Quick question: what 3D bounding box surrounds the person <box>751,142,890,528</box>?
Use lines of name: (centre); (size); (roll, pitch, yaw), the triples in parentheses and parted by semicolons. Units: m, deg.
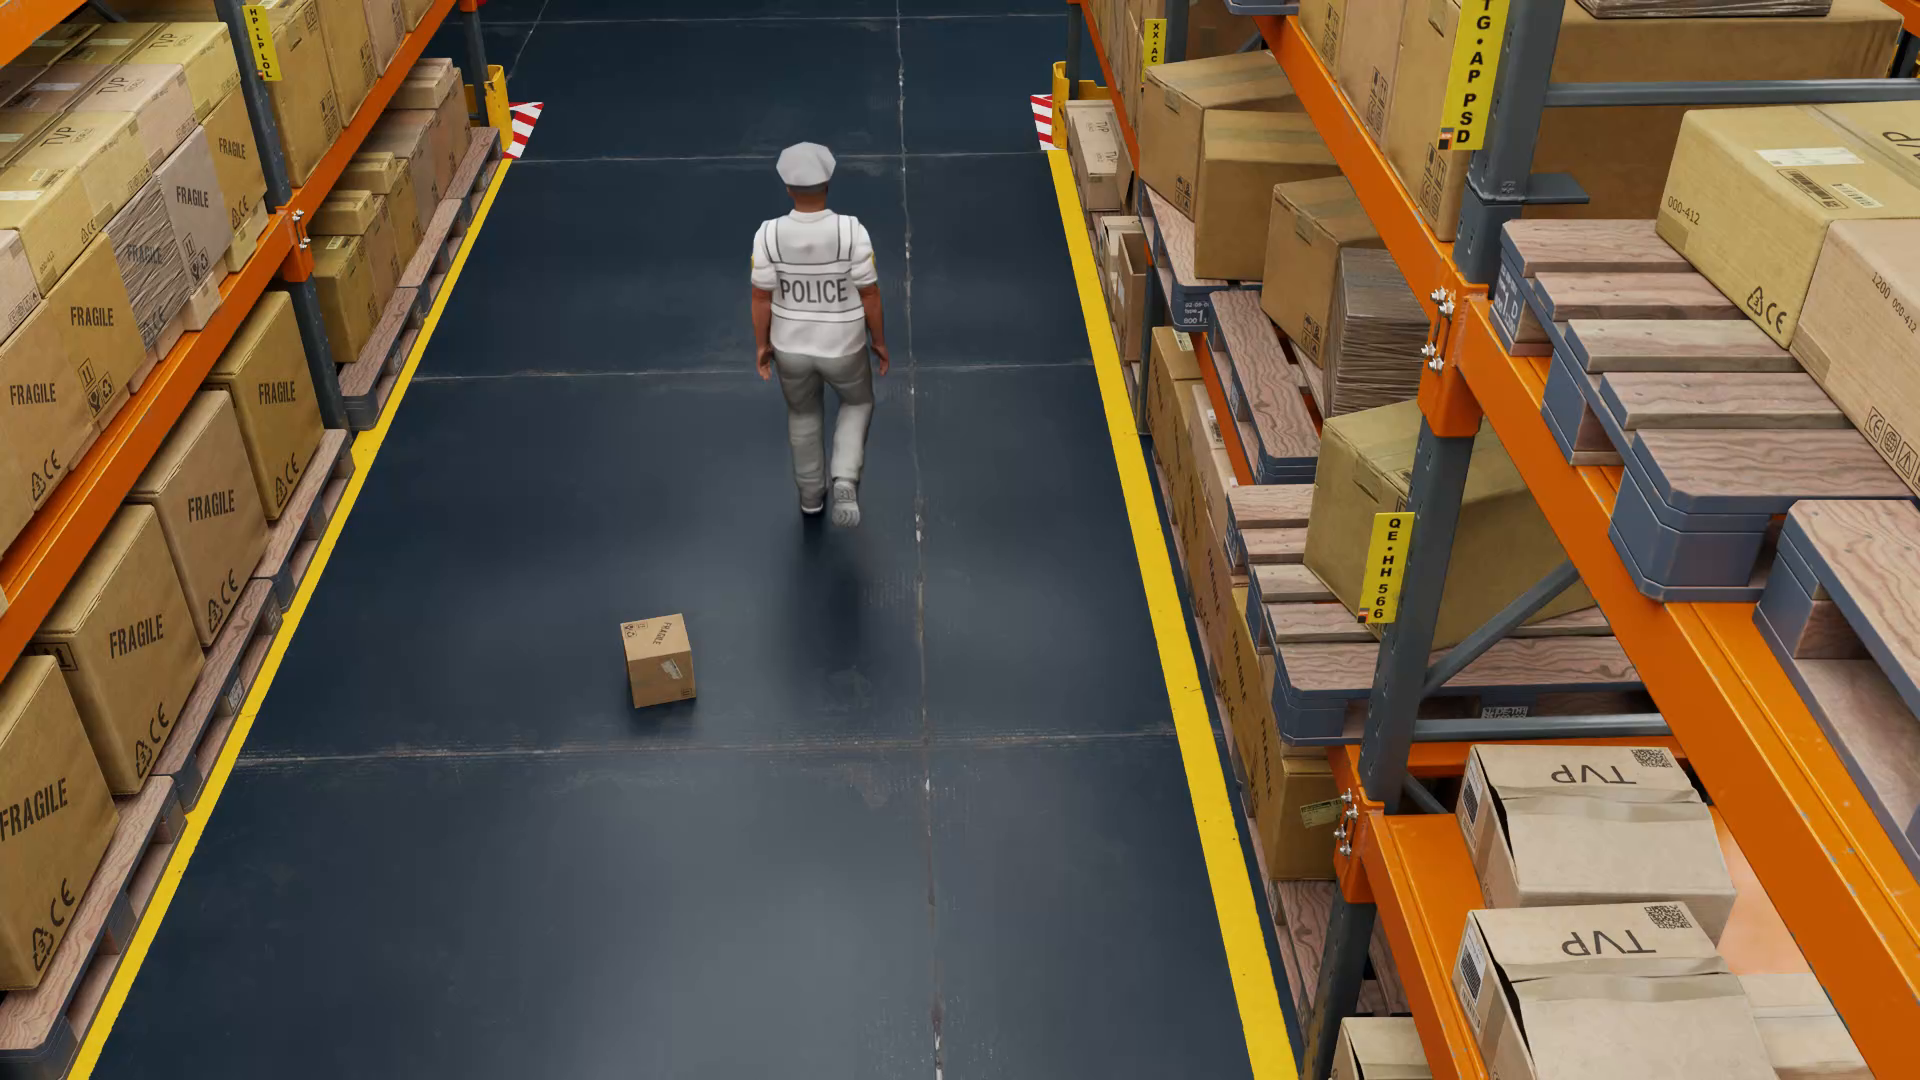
person: (-0.613, -0.862, 7.315); (0.597, 1.761, 0.534); (1, 35, 2)
